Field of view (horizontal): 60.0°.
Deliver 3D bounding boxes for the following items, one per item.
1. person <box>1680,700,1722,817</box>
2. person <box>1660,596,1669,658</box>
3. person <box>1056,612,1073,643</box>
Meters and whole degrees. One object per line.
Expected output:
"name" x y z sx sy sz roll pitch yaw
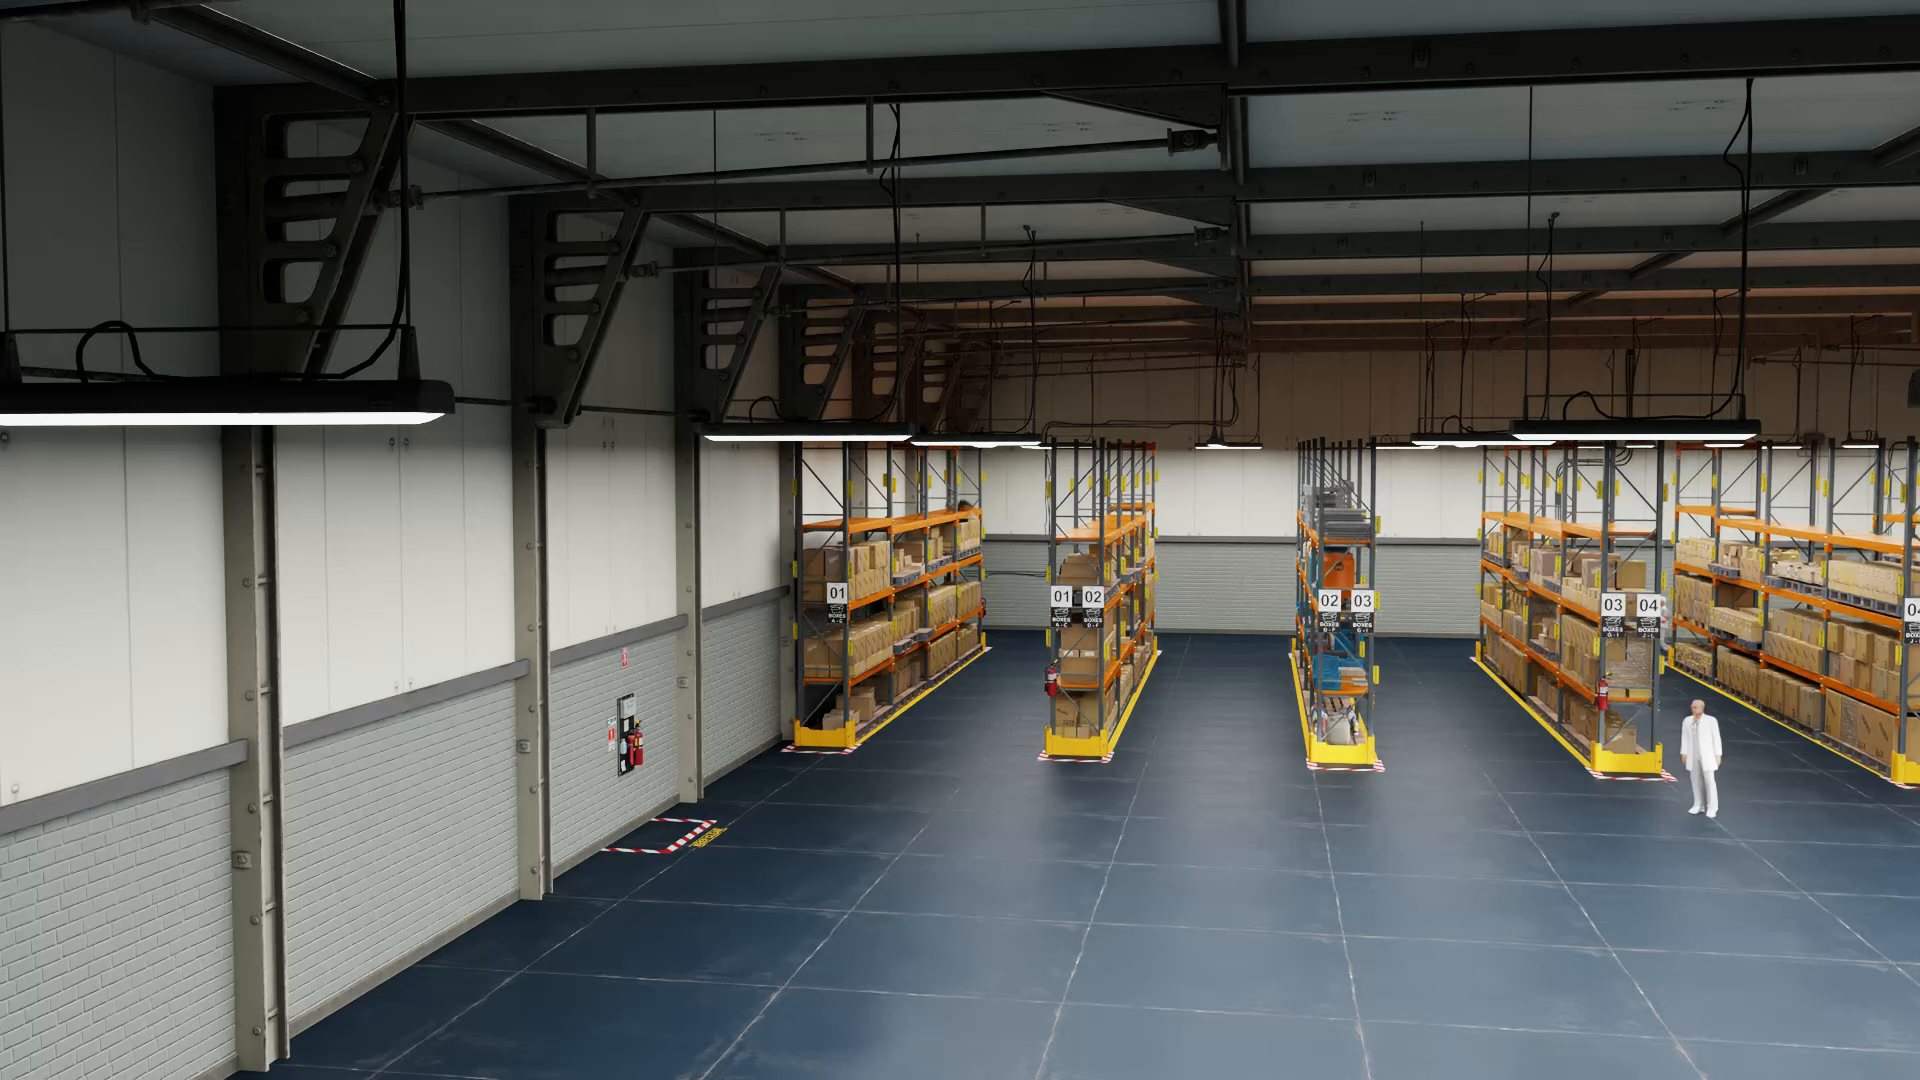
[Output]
"person" 11.703 3.451 26.334 0.403 1.833 0.634 -3 4 -41
"person" 19.242 2.425 45.678 0.747 1.778 0.691 0 3 6
"person" 2.913 2.473 45.027 1.029 1.735 0.613 -3 4 -43
